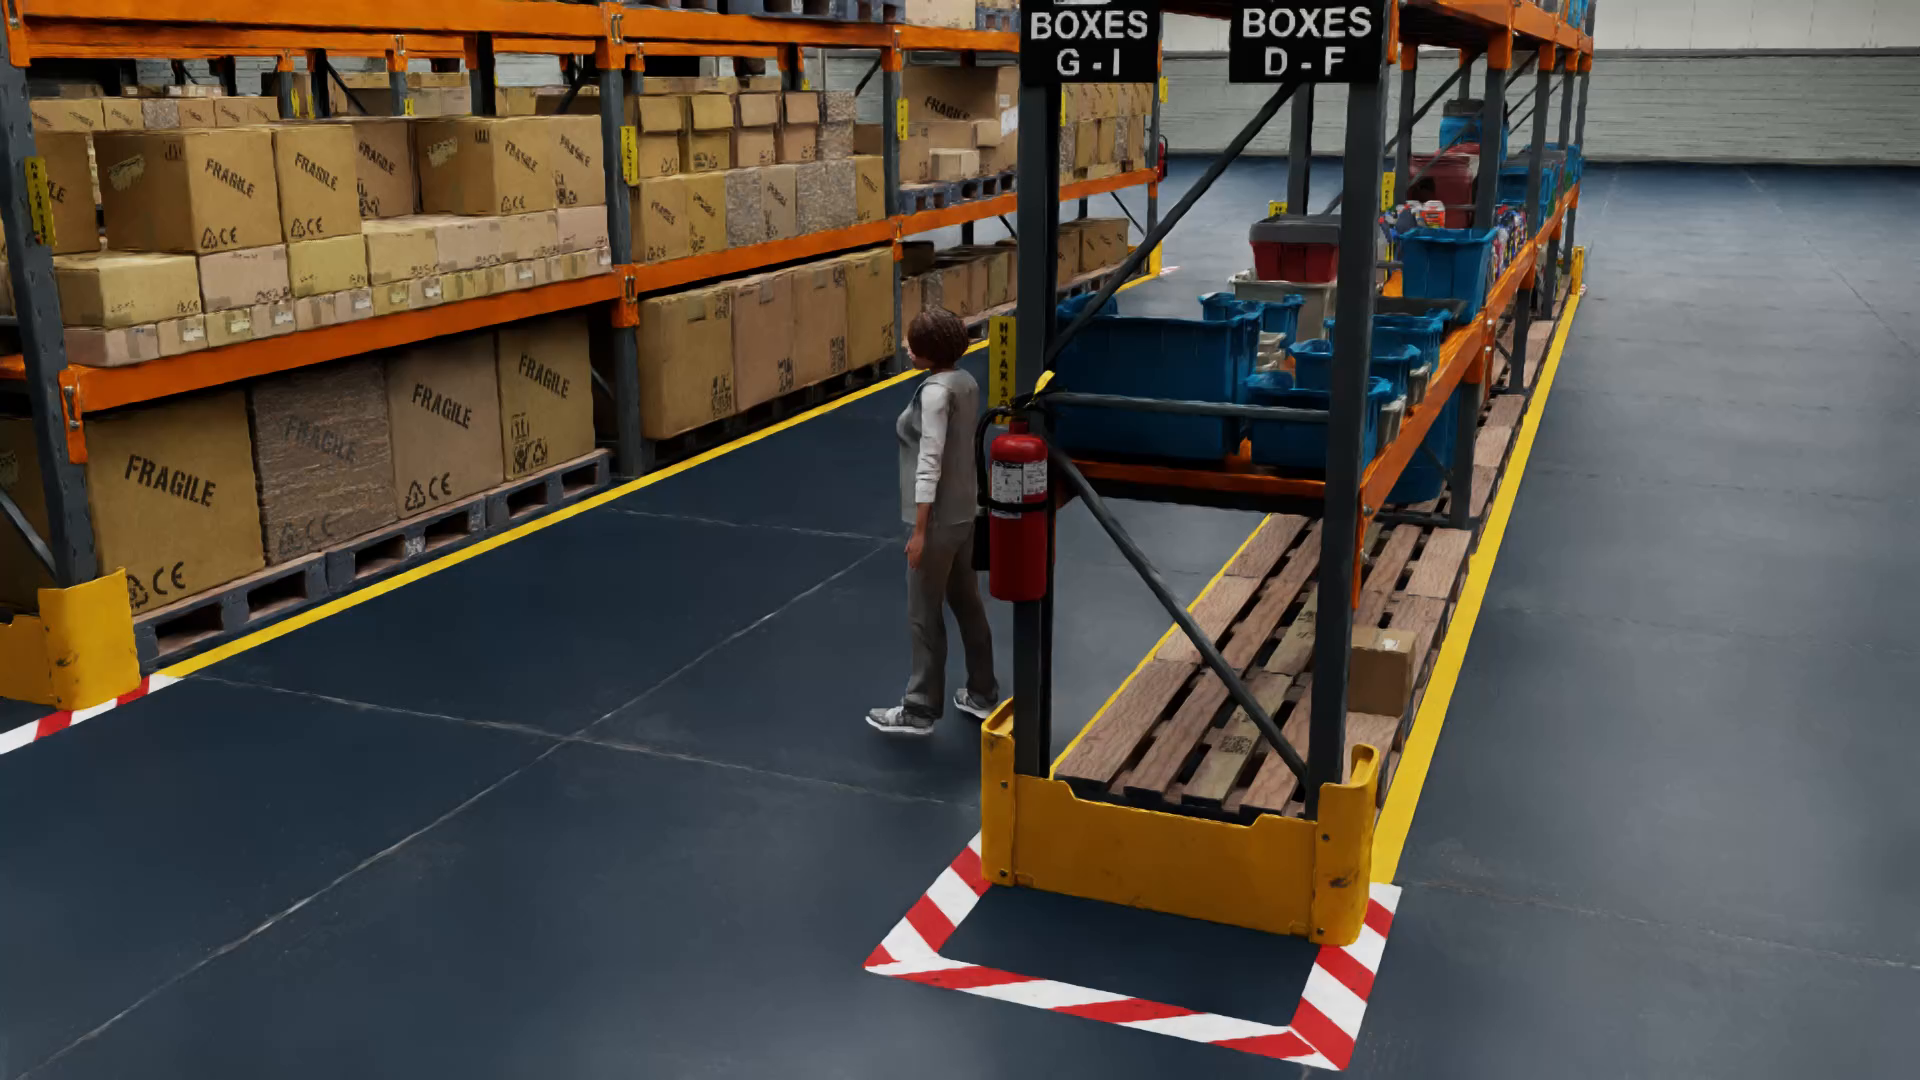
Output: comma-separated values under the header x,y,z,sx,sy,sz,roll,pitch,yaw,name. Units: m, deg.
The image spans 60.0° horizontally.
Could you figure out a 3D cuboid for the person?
x,y,z,sx,sy,sz,roll,pitch,yaw,name
-0.096,-0.064,6.183,0.453,1.595,0.523,6,17,20,person
